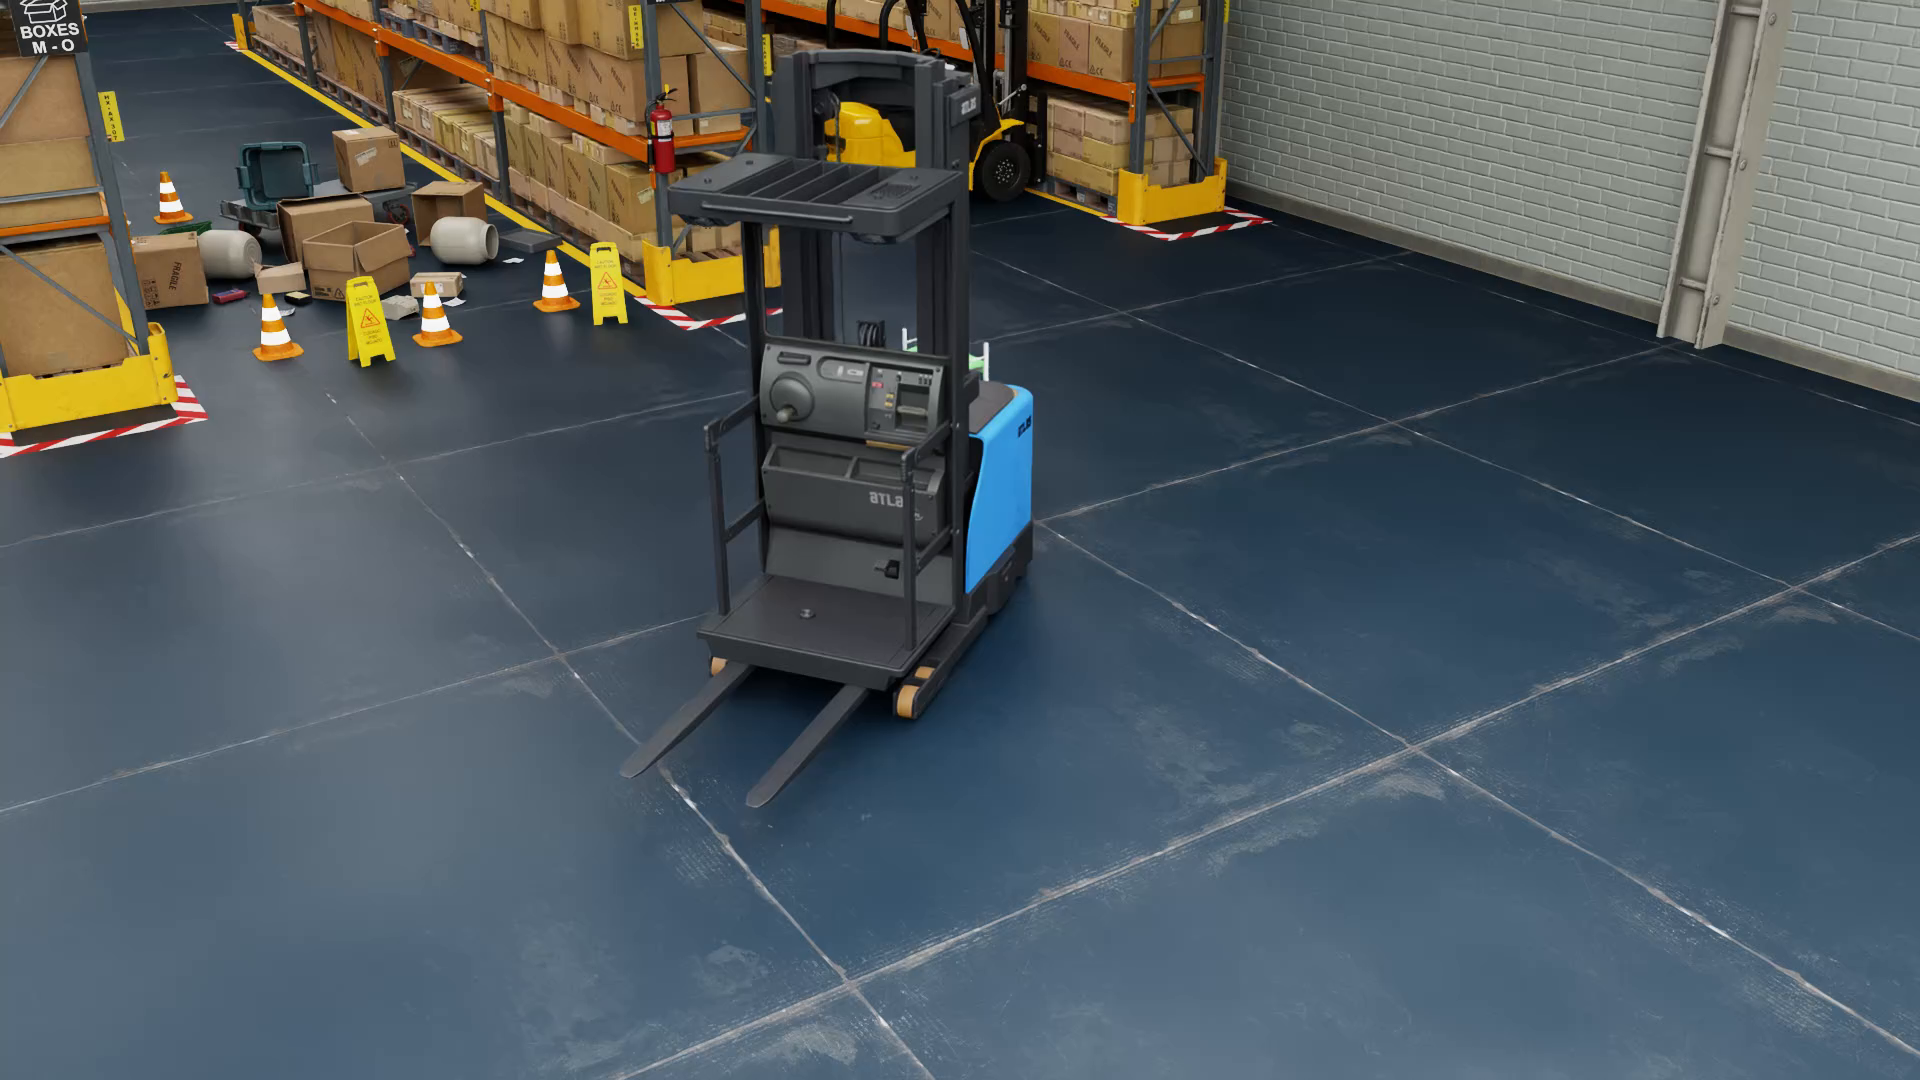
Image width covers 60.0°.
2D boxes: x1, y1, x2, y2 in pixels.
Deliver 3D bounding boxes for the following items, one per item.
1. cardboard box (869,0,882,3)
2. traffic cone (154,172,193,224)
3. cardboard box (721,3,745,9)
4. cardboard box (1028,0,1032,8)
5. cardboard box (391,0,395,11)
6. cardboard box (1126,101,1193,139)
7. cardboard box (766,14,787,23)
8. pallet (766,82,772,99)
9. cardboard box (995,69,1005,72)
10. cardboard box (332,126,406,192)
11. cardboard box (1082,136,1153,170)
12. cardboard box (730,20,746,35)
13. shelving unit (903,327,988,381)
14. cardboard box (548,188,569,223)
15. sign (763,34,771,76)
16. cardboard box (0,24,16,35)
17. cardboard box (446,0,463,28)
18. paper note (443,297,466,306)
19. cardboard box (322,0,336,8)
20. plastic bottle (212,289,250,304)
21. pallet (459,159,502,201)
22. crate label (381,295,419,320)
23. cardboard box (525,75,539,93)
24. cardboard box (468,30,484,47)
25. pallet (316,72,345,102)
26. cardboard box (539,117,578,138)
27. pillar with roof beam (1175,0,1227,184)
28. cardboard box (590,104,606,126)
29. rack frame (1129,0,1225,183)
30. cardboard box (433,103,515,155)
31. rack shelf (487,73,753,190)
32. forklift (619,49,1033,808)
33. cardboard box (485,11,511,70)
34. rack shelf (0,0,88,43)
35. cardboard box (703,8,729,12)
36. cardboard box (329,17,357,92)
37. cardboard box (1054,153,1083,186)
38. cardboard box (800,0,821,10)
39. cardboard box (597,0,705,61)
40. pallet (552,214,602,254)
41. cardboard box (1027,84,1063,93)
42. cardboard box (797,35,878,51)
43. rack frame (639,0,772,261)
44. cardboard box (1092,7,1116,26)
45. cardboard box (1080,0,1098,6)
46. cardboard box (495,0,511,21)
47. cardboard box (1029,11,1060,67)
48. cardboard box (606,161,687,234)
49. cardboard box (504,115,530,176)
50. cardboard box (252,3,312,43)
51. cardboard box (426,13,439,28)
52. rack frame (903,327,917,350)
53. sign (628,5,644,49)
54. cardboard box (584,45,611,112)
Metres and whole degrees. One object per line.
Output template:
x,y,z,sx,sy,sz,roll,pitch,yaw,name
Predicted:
-0.853,-6.513,19.623,0.500,0.250,0.500,-16,30,-31,cardboard box
-7.800,-3.393,16.396,0.336,0.463,0.334,-16,29,-30,traffic cone
-3.266,-7.753,24.337,0.380,0.149,0.250,-15,29,-29,cardboard box
0.894,-5.587,17.193,0.380,0.149,0.250,-16,30,-30,cardboard box
-6.276,-6.137,19.039,0.380,0.149,0.250,-18,30,-33,cardboard box
1.996,-4.240,16.777,0.500,0.250,0.500,-16,30,-30,cardboard box
-2.616,-7.271,23.314,0.380,0.149,0.250,-15,29,-29,cardboard box
-1.851,-5.923,22.049,1.003,0.211,1.213,-16,29,-30,pallet
0.636,-5.147,18.696,0.500,0.250,0.500,-16,30,-30,cardboard box
-5.716,-3.685,16.083,0.500,0.500,0.500,-16,29,-30,cardboard box
1.572,-3.900,16.640,0.500,0.250,0.500,-16,30,-30,cardboard box
-2.924,-7.048,22.843,0.380,0.149,0.250,-17,30,-32,cardboard box
-0.085,-0.615,9.648,0.258,1.200,0.503,-17,30,-32,shelving unit
-3.552,-3.194,15.730,0.500,0.250,0.500,-16,30,-30,cardboard box
-1.602,-3.986,13.665,0.100,0.325,0.005,-16,29,-30,sign
-6.889,-3.383,11.962,0.875,0.550,0.550,-16,29,-30,cardboard box
-4.957,-5.557,17.050,0.500,0.500,0.500,-15,29,-29,cardboard box
-4.241,-1.999,13.949,0.142,0.019,0.148,18,31,33,paper note
-7.773,-6.920,21.072,0.500,0.250,0.500,-16,30,-30,cardboard box
-6.157,-2.068,14.058,0.133,0.061,0.283,18,31,33,plastic bottle
-4.667,-3.916,17.797,1.003,0.211,1.213,-16,29,-30,pallet
-4.598,-1.913,13.642,0.298,0.136,0.250,12,28,24,crate label
-3.880,-4.335,15.713,0.380,0.149,0.250,-15,29,-28,cardboard box
-4.753,-5.094,16.830,0.380,0.149,0.250,-15,29,-29,cardboard box
-8.123,-6.240,22.722,1.003,0.211,1.213,-16,29,-30,pallet
-3.695,-3.866,15.516,0.380,0.149,0.250,-14,29,-27,cardboard box
-1.132,-6.795,13.602,9.100,9.000,0.400,-16,29,-30,pillar with roof beam
-2.959,-3.685,14.336,0.380,0.149,0.250,-15,29,-29,cardboard box
2.100,-4.626,16.035,1.000,3.000,0.127,-16,29,-30,rack frame
-5.305,-4.592,18.549,0.950,0.372,0.625,-14,29,-28,cardboard box
-3.149,-3.858,15.251,1.077,0.370,4.000,-16,29,-30,rack shelf
-0.598,-0.670,7.736,1.130,2.935,3.031,9,27,19,forklift
-4.234,-4.856,16.057,0.500,0.500,0.500,-16,29,-30,cardboard box
-7.241,-4.025,12.090,1.077,0.370,4.000,-16,29,-30,rack shelf
-3.541,-7.538,23.881,0.380,0.149,0.250,-15,29,-29,cardboard box
-7.703,-6.465,21.927,0.875,0.875,0.875,-15,29,-28,cardboard box
1.315,-3.847,17.114,0.500,0.250,0.500,-16,29,-30,cardboard box
-1.672,-6.840,20.901,0.500,0.250,0.500,-17,30,-31,cardboard box
-2.519,-4.231,13.563,0.700,0.500,0.500,-16,30,-31,cardboard box
-3.174,-2.969,15.791,1.003,0.211,1.213,-16,29,-30,pallet
0.749,-4.659,17.663,0.500,0.250,0.500,-16,30,-31,cardboard box
-1.575,-6.145,21.543,0.875,0.625,0.625,-14,29,-28,cardboard box
-2.057,-3.468,13.582,1.000,3.000,0.127,-16,29,-30,rack frame
1.511,-5.108,16.179,0.380,0.149,0.250,-15,29,-29,cardboard box
1.402,-5.346,16.336,0.380,0.149,0.250,-15,29,-28,cardboard box
-3.921,-5.135,15.476,0.700,0.500,0.500,-15,29,-29,cardboard box
1.056,-5.157,17.043,0.500,0.500,0.500,-16,30,-31,cardboard box
-2.713,-2.979,14.398,0.500,0.500,0.500,-15,29,-29,cardboard box
-4.145,-3.910,16.370,0.500,0.500,0.500,-14,29,-27,cardboard box
-10.347,-8.009,25.711,0.875,0.438,0.875,-17,30,-31,cardboard box
-5.561,-5.657,18.021,0.380,0.149,0.250,-15,29,-28,cardboard box
-0.227,-0.700,9.828,0.240,1.200,0.015,-17,30,-32,rack frame
-2.533,-4.012,13.009,0.100,0.325,0.005,-16,29,-30,sign
-2.854,-3.958,14.154,0.500,0.500,0.500,-15,29,-29,cardboard box
